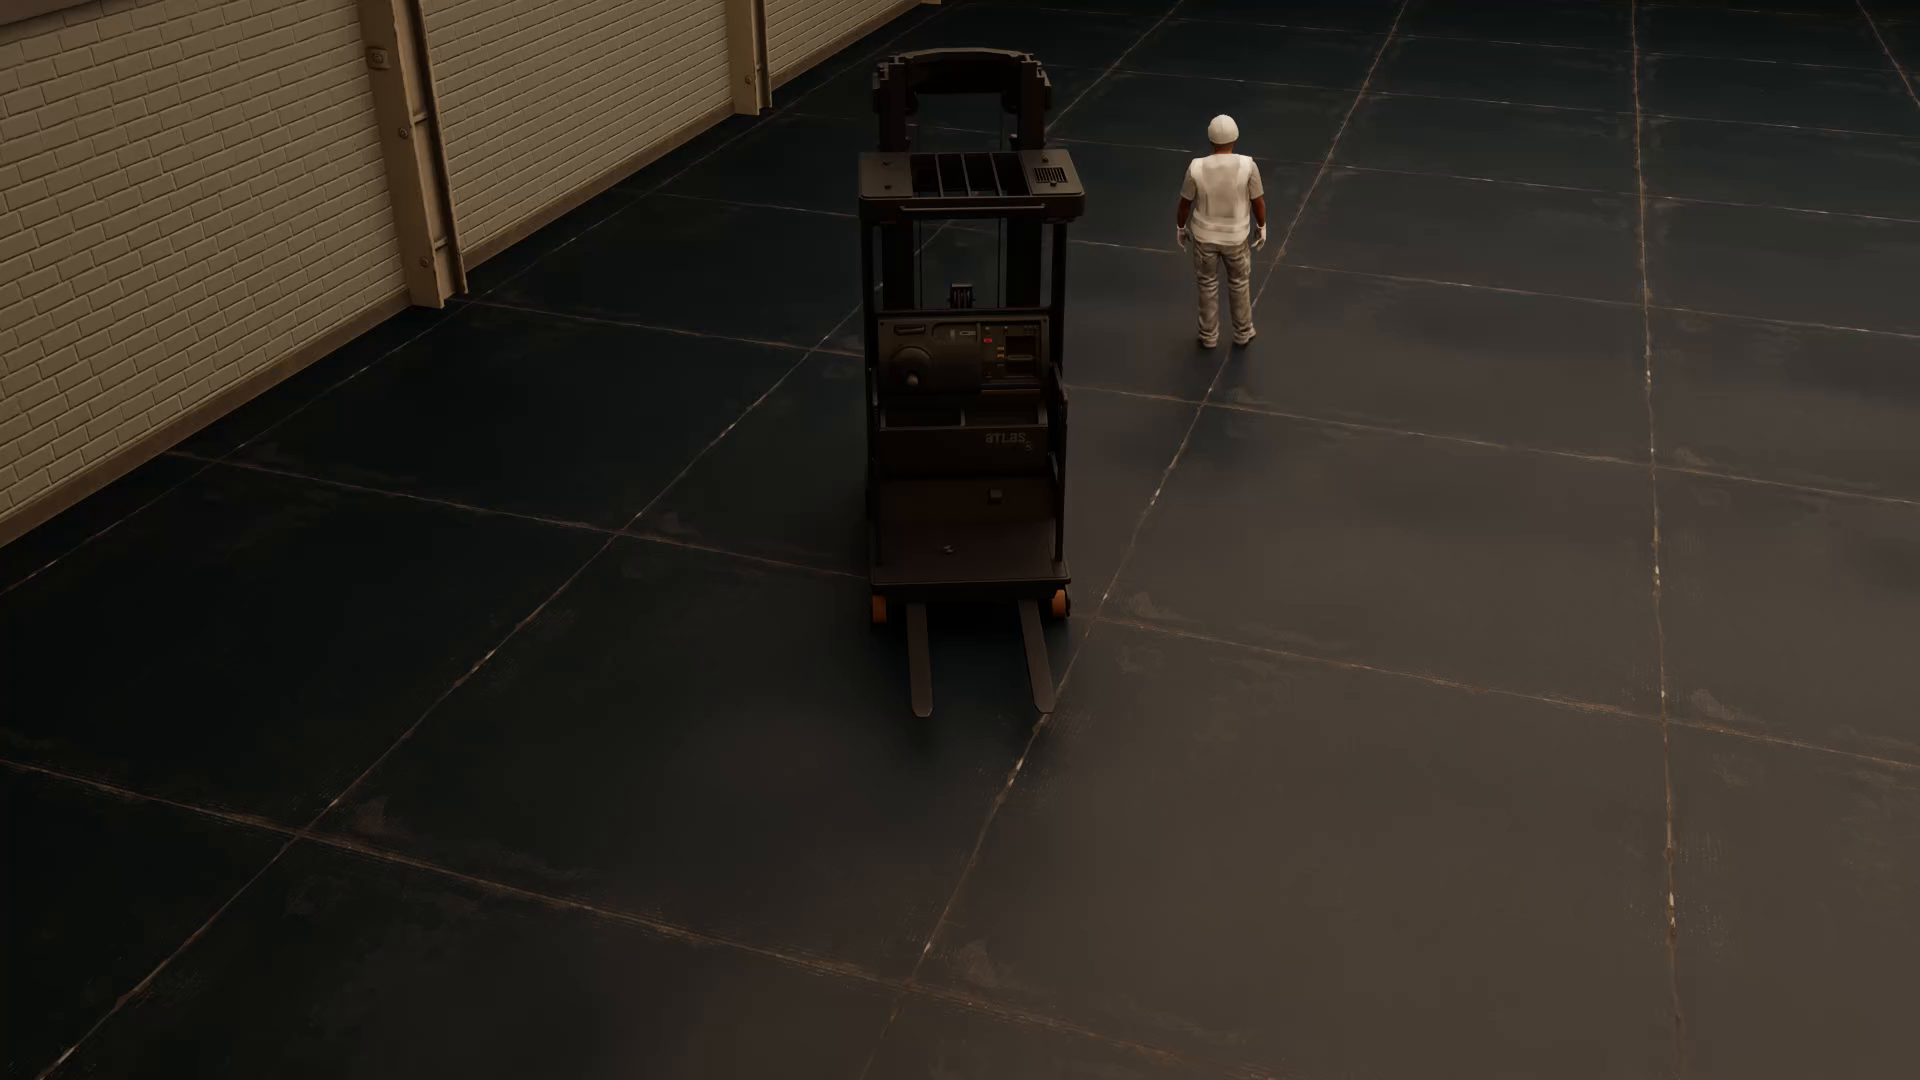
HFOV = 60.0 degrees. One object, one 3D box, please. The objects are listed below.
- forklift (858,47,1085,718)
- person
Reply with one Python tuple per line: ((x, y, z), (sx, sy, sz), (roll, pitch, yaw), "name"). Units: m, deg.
((0.035, -0.972, 8.842), (1.130, 2.935, 3.031), (-2, 30, -3), "forklift")
((1.934, -2.288, 12.295), (0.656, 1.782, 0.577), (5, 30, 9), "person")
